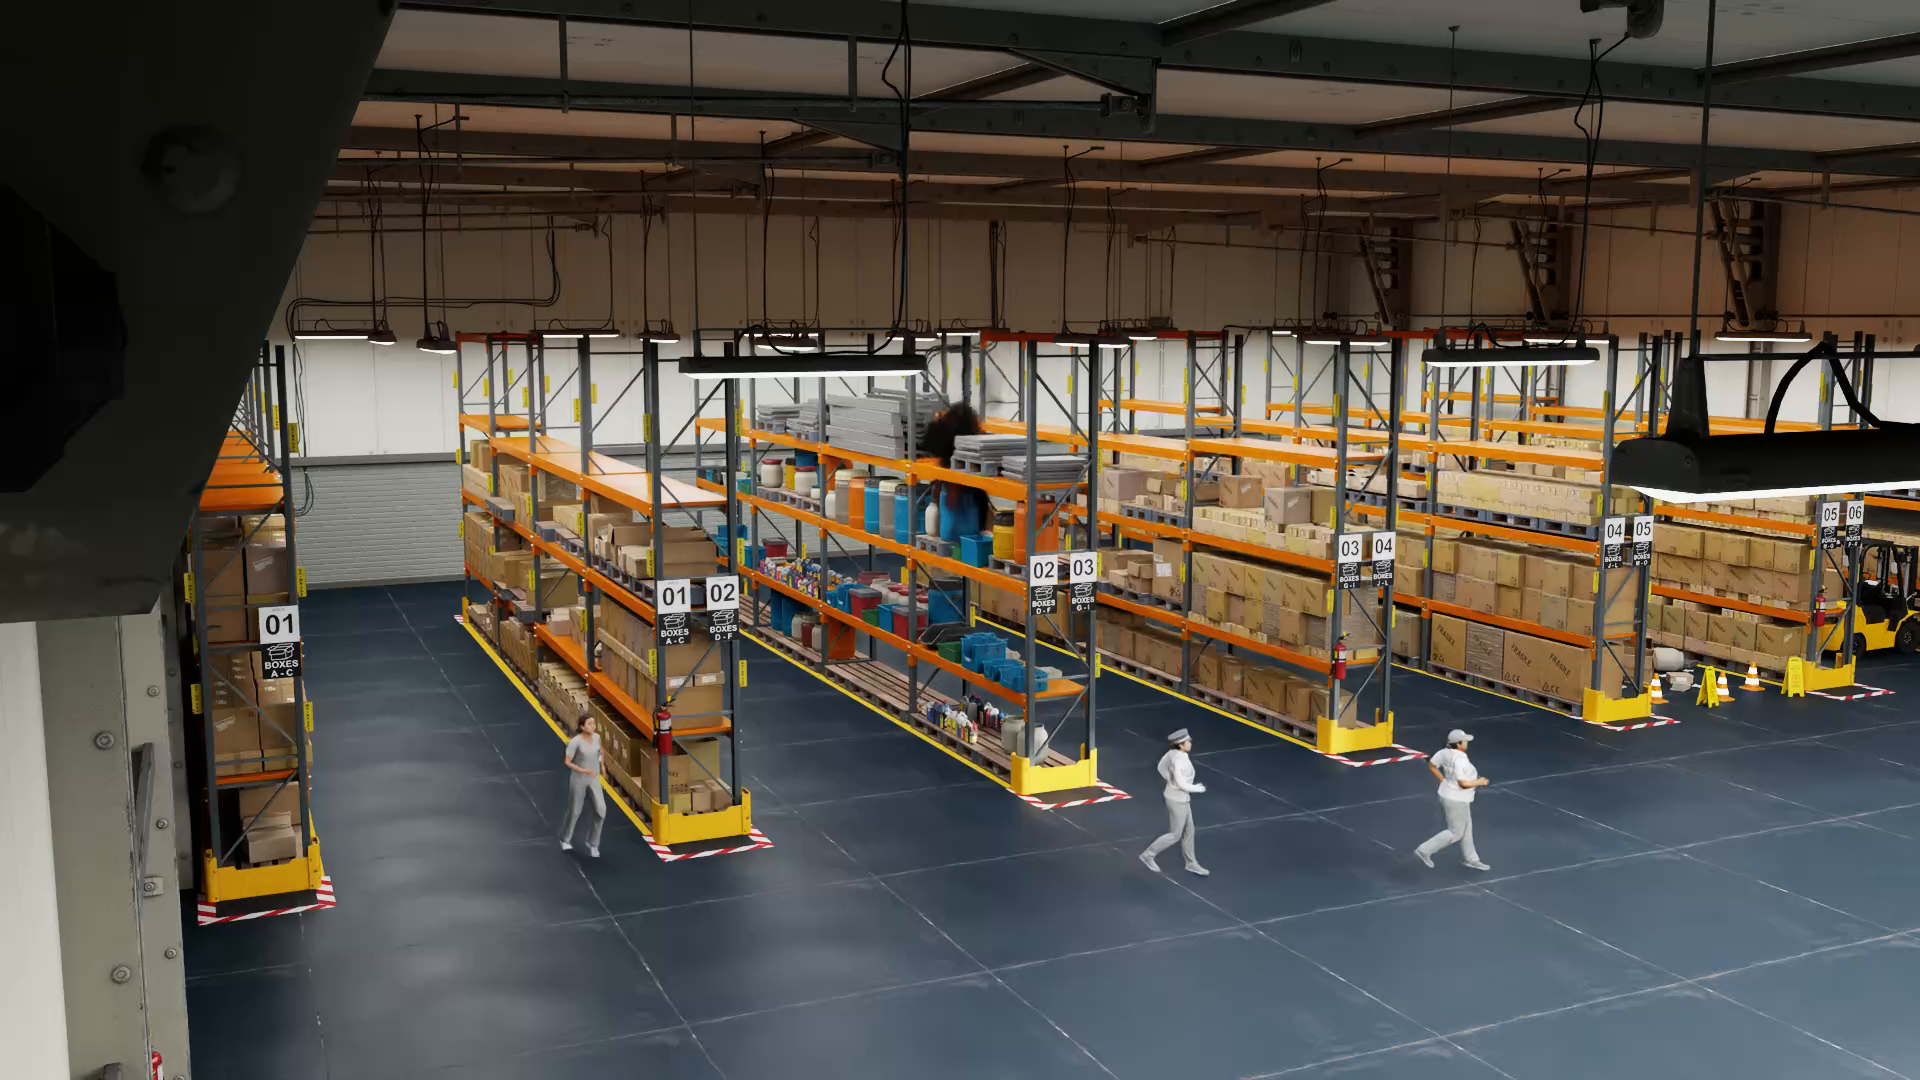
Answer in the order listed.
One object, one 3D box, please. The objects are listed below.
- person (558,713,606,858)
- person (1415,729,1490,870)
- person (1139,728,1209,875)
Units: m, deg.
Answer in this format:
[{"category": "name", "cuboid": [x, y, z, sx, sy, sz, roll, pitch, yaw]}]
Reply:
[{"category": "person", "cuboid": [-4.414, 2.890, 19.641, 0.610, 1.737, 0.662, -7, 11, -44]}, {"category": "person", "cuboid": [5.626, 2.965, 18.859, 0.897, 1.666, 0.606, 0, 8, -3]}, {"category": "person", "cuboid": [2.434, 2.972, 18.831, 0.818, 1.710, 0.638, 0, 8, -1]}]
